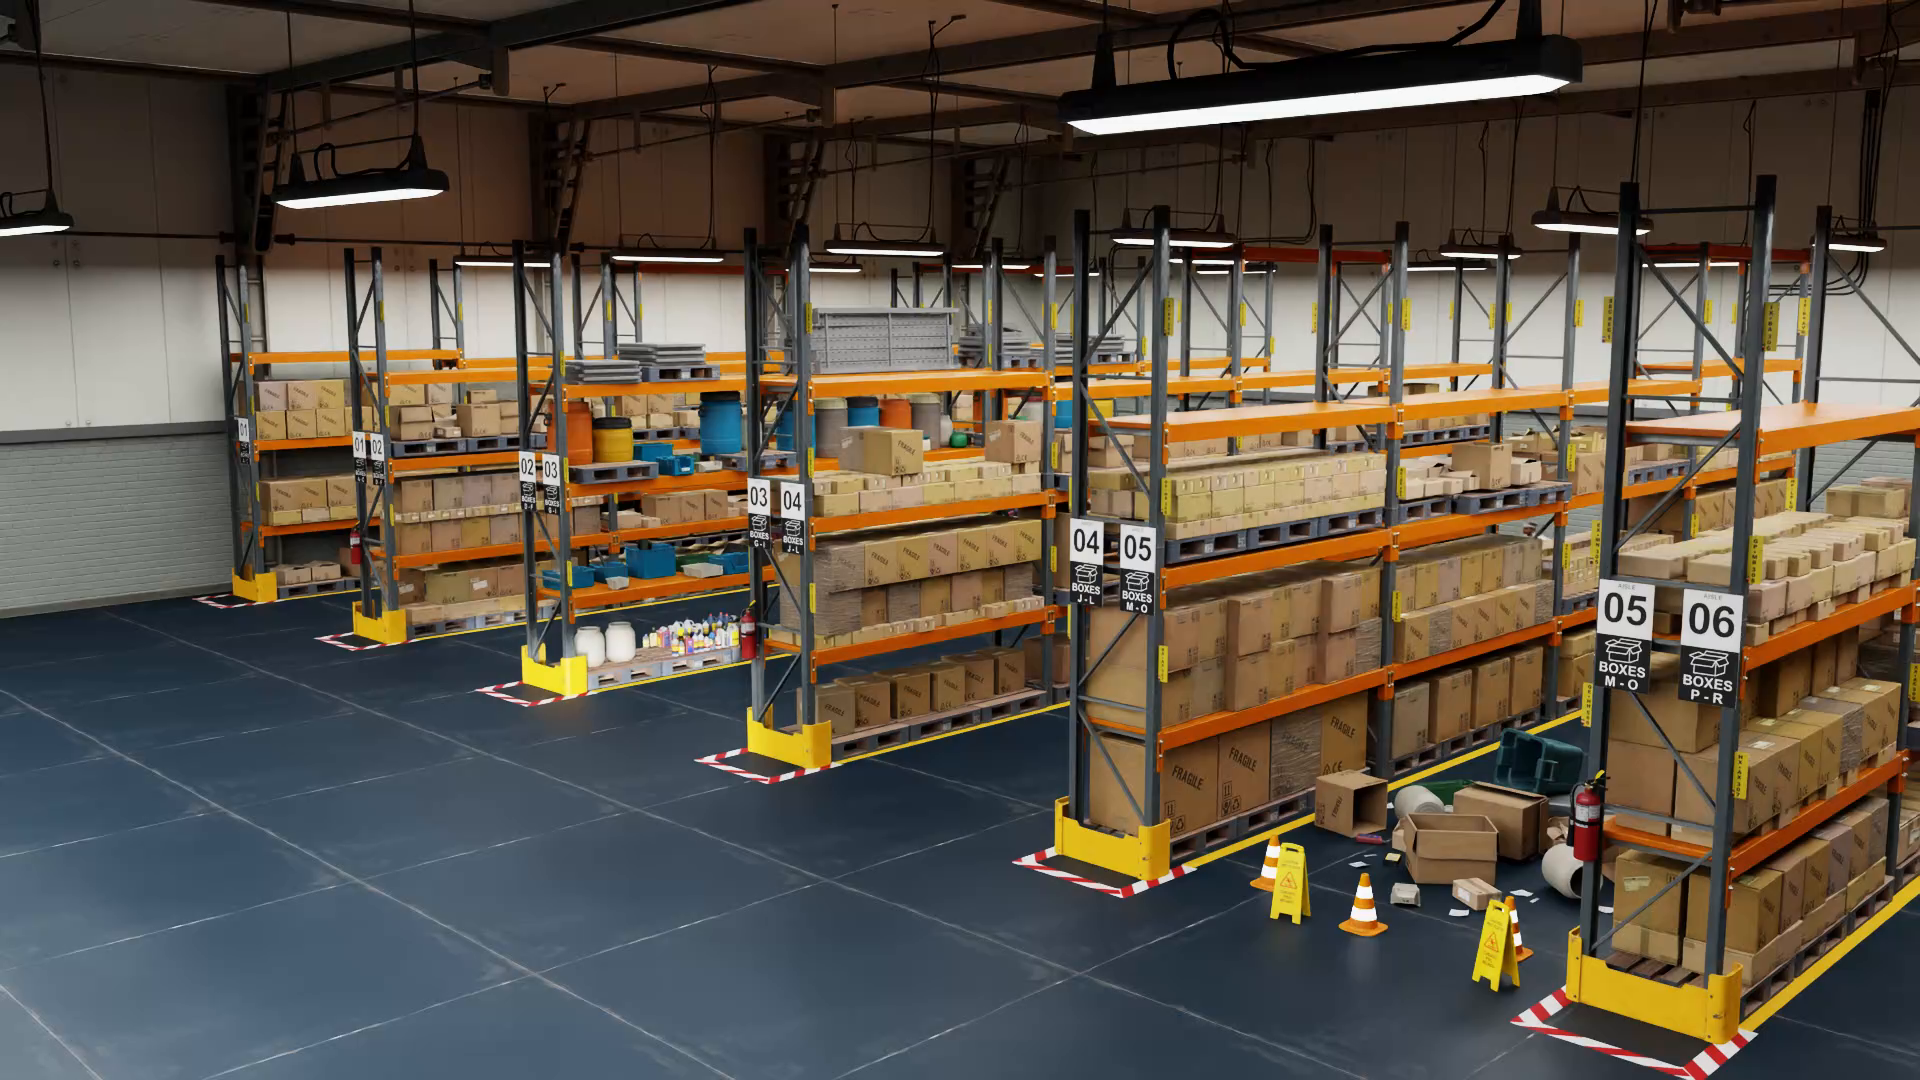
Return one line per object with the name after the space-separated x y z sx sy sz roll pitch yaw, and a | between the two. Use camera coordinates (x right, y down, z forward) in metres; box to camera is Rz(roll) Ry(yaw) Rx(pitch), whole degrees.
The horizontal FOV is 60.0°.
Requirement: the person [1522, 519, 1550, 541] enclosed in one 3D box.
9.702 0.428 27.955 0.717 1.592 0.620 -6 10 -35 | person

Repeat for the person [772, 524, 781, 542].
-3.732 -0.684 35.735 0.450 1.536 0.972 6 10 38 | person

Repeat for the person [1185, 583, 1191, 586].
2.931 1.332 21.174 0.535 1.720 0.573 -7 11 -40 | person
